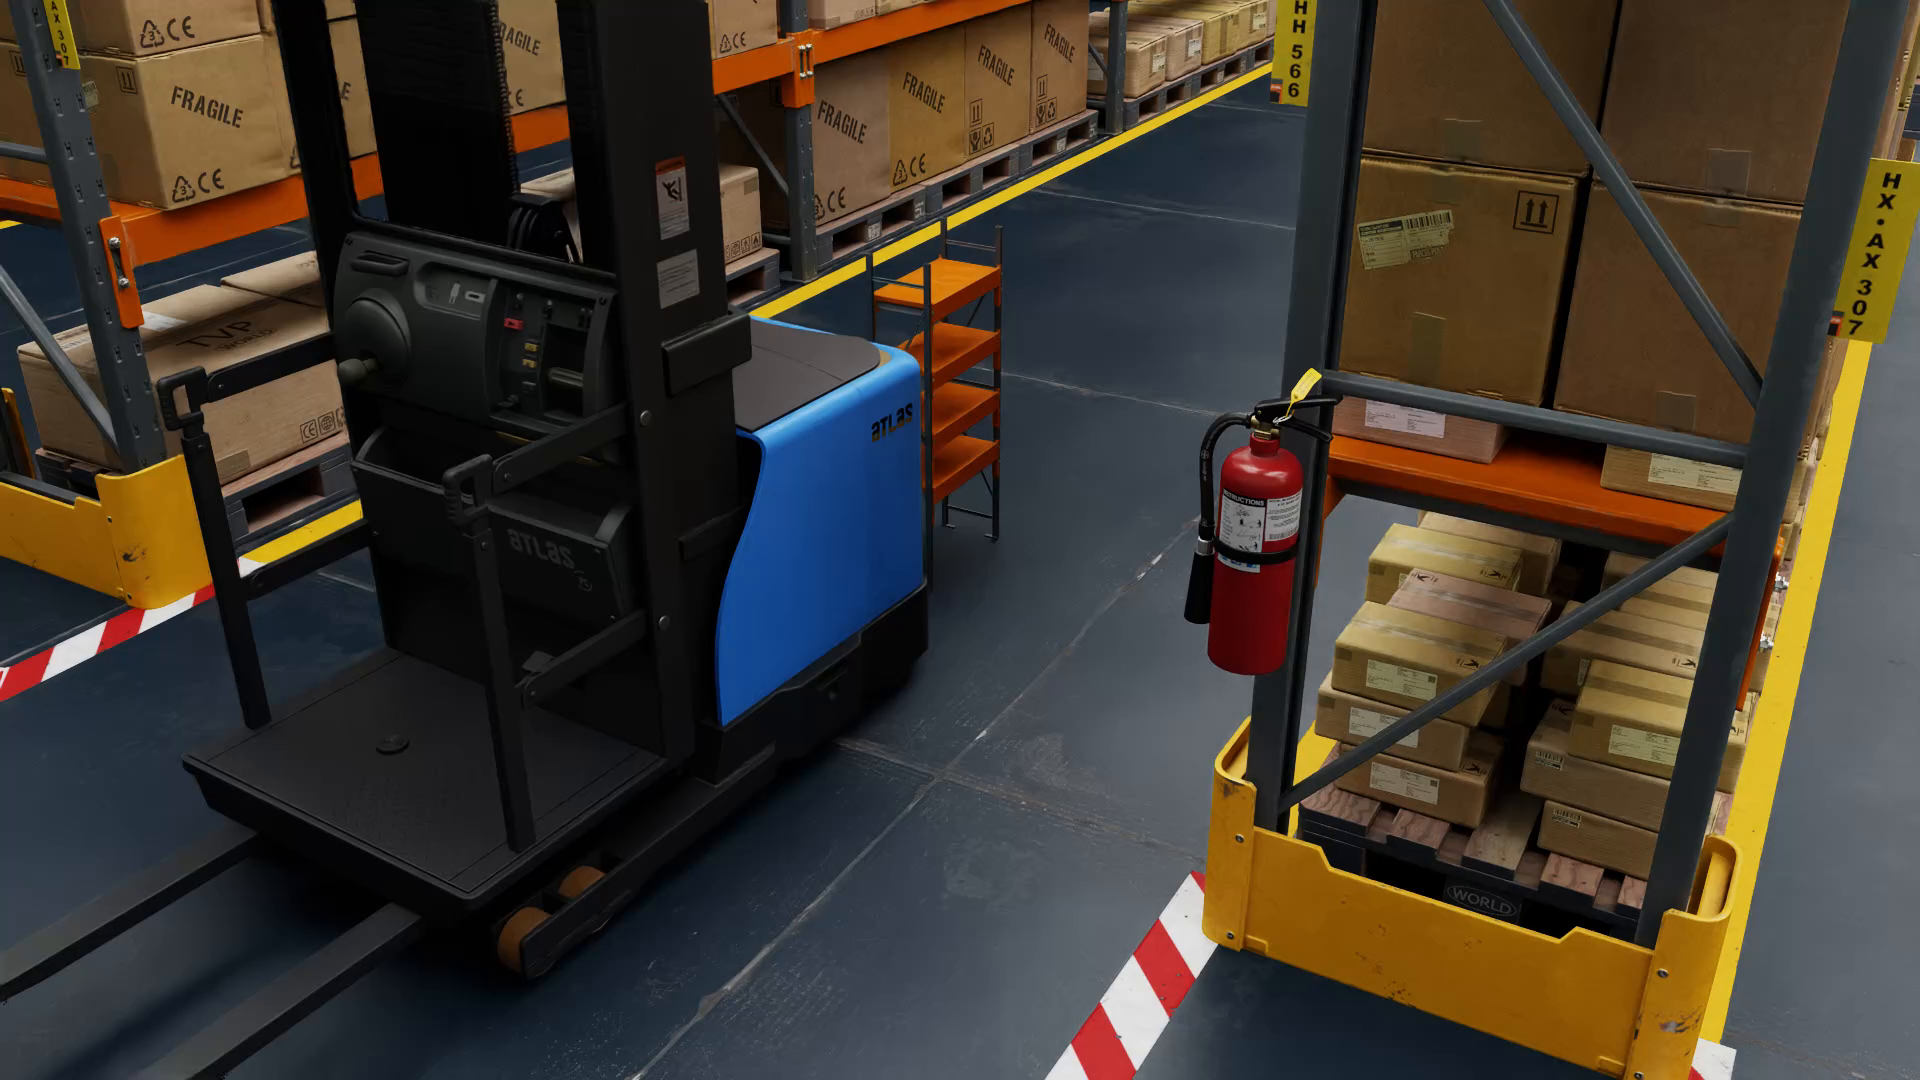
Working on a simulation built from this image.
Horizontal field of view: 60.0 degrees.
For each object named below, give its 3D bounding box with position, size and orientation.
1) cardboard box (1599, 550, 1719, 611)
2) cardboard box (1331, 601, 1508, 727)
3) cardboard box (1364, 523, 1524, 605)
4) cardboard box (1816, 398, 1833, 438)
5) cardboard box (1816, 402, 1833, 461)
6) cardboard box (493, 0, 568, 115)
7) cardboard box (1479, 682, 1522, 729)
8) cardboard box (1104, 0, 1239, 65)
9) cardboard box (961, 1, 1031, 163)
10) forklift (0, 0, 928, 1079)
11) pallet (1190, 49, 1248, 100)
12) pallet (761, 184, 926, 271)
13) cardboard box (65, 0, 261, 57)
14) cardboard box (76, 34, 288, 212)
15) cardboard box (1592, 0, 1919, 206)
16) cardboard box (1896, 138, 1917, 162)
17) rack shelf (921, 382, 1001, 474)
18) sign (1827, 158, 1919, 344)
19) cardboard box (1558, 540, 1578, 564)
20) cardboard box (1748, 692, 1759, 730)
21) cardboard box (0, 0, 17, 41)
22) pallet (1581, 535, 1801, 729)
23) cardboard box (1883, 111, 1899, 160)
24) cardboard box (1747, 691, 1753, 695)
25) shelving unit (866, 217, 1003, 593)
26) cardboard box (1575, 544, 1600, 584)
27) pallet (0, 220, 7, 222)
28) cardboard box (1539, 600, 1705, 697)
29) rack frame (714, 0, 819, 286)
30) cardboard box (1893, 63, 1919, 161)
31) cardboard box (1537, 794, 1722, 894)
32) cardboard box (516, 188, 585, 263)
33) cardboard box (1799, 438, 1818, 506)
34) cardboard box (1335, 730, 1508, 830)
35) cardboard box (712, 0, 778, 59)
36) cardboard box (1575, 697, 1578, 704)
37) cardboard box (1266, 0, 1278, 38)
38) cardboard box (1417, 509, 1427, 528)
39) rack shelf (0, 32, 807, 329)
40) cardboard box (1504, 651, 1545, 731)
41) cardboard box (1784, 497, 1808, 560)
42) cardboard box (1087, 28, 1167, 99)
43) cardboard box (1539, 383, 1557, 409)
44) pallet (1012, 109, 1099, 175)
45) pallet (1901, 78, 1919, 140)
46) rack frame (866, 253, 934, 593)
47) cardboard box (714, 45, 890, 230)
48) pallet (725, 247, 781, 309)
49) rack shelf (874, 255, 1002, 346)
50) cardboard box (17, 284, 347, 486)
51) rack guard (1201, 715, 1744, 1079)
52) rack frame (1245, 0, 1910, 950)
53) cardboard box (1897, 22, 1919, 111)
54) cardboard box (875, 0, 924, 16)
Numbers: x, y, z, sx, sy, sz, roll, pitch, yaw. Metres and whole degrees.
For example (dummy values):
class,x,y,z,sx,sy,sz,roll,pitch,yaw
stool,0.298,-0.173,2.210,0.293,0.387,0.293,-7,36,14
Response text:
class,x,y,z,sx,sy,sz,roll,pitch,yaw
cardboard box,2.021,0.130,4.690,0.380,0.149,0.250,13,29,24
cardboard box,1.191,0.316,4.318,0.380,0.149,0.250,15,30,27
cardboard box,1.382,0.102,4.746,0.380,0.149,0.250,13,30,25
cardboard box,1.864,-0.386,3.950,0.380,0.149,0.250,13,30,25
cardboard box,3.002,-0.438,6.158,0.380,0.149,0.250,13,29,24
cardboard box,-2.000,-2.058,6.899,0.500,0.500,0.500,15,30,28
cardboard box,1.338,0.353,4.577,0.380,0.149,0.250,13,30,25
cardboard box,1.748,-4.225,13.806,0.950,0.372,0.625,15,30,28
cardboard box,-0.127,-3.051,10.898,0.875,0.875,0.875,15,30,27
forklift,-1.322,-0.475,3.925,1.130,2.935,3.031,16,31,29
pallet,1.714,-3.942,13.889,1.003,0.211,1.213,14,30,26
pallet,-0.926,-1.922,9.854,1.003,0.211,1.213,14,30,26
cardboard box,-2.724,-1.909,5.484,0.500,0.500,0.500,13,30,25
cardboard box,-2.722,-1.462,5.707,0.500,0.500,0.500,14,30,26
cardboard box,1.603,-0.984,3.303,0.500,0.500,0.500,14,30,26
cardboard box,5.465,-2.760,10.456,1.050,0.750,0.750,14,30,25
rack shelf,-0.081,-0.412,5.883,0.258,0.148,0.480,14,30,26
sign,1.624,-0.510,2.951,0.100,0.325,0.005,14,30,26
cardboard box,1.802,-0.060,5.403,0.380,0.149,0.250,16,31,29
cardboard box,2.083,0.417,4.782,0.380,0.149,0.250,15,30,27
cardboard box,-3.178,-2.025,5.716,0.500,0.500,0.500,15,30,28
pallet,2.220,0.192,5.630,1.003,0.211,1.213,14,30,26
cardboard box,2.106,-0.937,4.326,0.500,0.500,0.500,15,30,27
cardboard box,2.081,0.279,4.726,0.380,0.149,0.250,15,30,28
shelving unit,-0.081,-0.472,5.853,0.258,1.200,0.503,14,30,26
cardboard box,1.995,-0.009,5.634,0.380,0.149,0.250,15,30,28
pallet,-6.501,-1.952,9.914,1.003,0.211,1.213,14,30,26
cardboard box,1.736,0.315,4.320,0.380,0.149,0.250,15,30,27
rack frame,-1.240,-2.852,8.596,1.000,3.000,0.127,14,30,26
cardboard box,2.871,-1.526,5.504,0.500,0.500,0.500,13,30,25
cardboard box,1.688,0.711,4.195,0.380,0.149,0.250,15,30,27
cardboard box,-2.082,-1.324,7.937,0.875,0.438,0.875,13,29,25
cardboard box,2.593,-0.260,5.469,0.380,0.149,0.250,13,29,24
cardboard box,1.229,0.593,4.429,0.380,0.149,0.250,15,30,27
cardboard box,-1.246,-2.660,8.101,0.500,0.500,0.500,14,30,27
cardboard box,1.816,0.470,4.344,0.380,0.149,0.250,14,30,26
cardboard box,2.439,-4.778,14.909,0.950,0.372,0.625,15,30,27
cardboard box,1.648,-0.102,5.153,0.380,0.149,0.250,15,30,28
rack shelf,-2.224,-1.751,7.200,1.077,0.370,4.000,14,30,26
cardboard box,1.472,0.387,4.842,0.380,0.149,0.250,14,30,26
cardboard box,2.714,-0.083,5.781,0.380,0.149,0.250,14,30,26
cardboard box,1.014,-3.642,12.640,0.950,0.372,0.625,12,29,23
cardboard box,1.221,-0.408,3.995,0.380,0.149,0.250,14,30,26
pallet,0.274,-2.873,11.754,1.003,0.211,1.213,14,30,26
pallet,3.622,-1.981,7.072,1.003,0.211,1.213,14,30,26
rack frame,-0.201,-0.377,5.663,0.240,1.200,0.015,14,30,26
cardboard box,-1.005,-2.349,9.496,0.875,0.875,0.875,15,30,28
pallet,-1.682,-1.326,8.663,1.003,0.211,1.213,14,30,26
rack shelf,-0.081,-0.823,5.677,0.258,0.148,0.480,14,30,26
cardboard box,-2.970,-0.614,6.520,0.875,0.438,0.875,13,29,24
rack guard,1.189,0.846,4.002,1.175,0.500,0.348,14,30,26
rack frame,1.151,-0.242,3.383,1.000,3.000,0.127,14,30,26
cardboard box,2.121,-1.380,4.094,0.500,0.500,0.500,13,30,25
cardboard box,-0.541,-3.100,9.260,0.500,0.250,0.500,13,30,25
